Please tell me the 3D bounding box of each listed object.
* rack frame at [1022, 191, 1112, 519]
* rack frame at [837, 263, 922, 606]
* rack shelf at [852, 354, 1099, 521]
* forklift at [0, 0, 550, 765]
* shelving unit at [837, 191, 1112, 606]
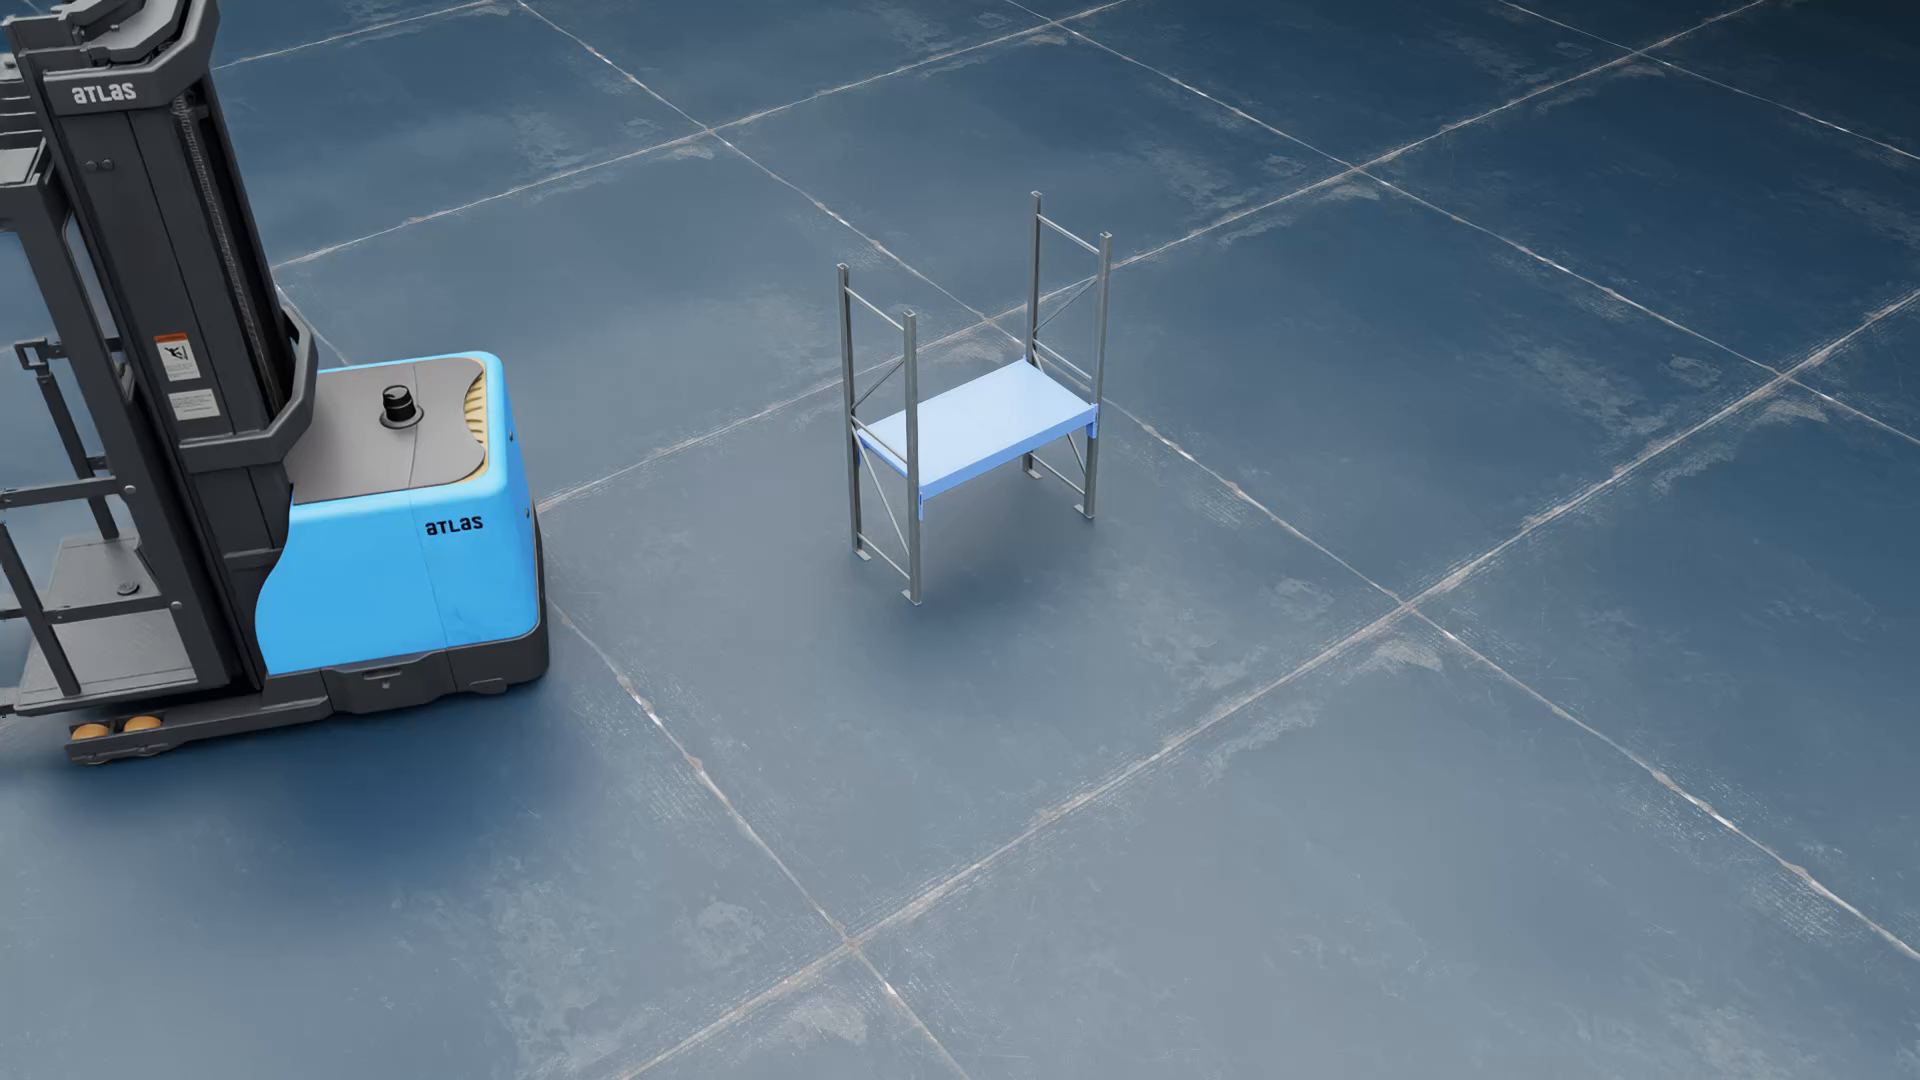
[{"bbox_3d":[0.471,-0.809,7.554,0.032,1.500,0.500,-26,46,-28],"label":"rack frame"},{"bbox_3d":[-0.335,-0.416,7.075,0.032,1.500,0.500,-26,46,-28],"label":"rack frame"},{"bbox_3d":[0.068,-0.474,7.429,1.000,0.185,0.538,-26,46,-28],"label":"rack shelf"},{"bbox_3d":[-3.302,-0.605,6.176,3.031,2.935,1.130,-9,40,-10],"label":"forklift"},{"bbox_3d":[0.068,-0.613,7.315,1.048,1.500,0.538,-26,46,-28],"label":"shelving unit"}]
